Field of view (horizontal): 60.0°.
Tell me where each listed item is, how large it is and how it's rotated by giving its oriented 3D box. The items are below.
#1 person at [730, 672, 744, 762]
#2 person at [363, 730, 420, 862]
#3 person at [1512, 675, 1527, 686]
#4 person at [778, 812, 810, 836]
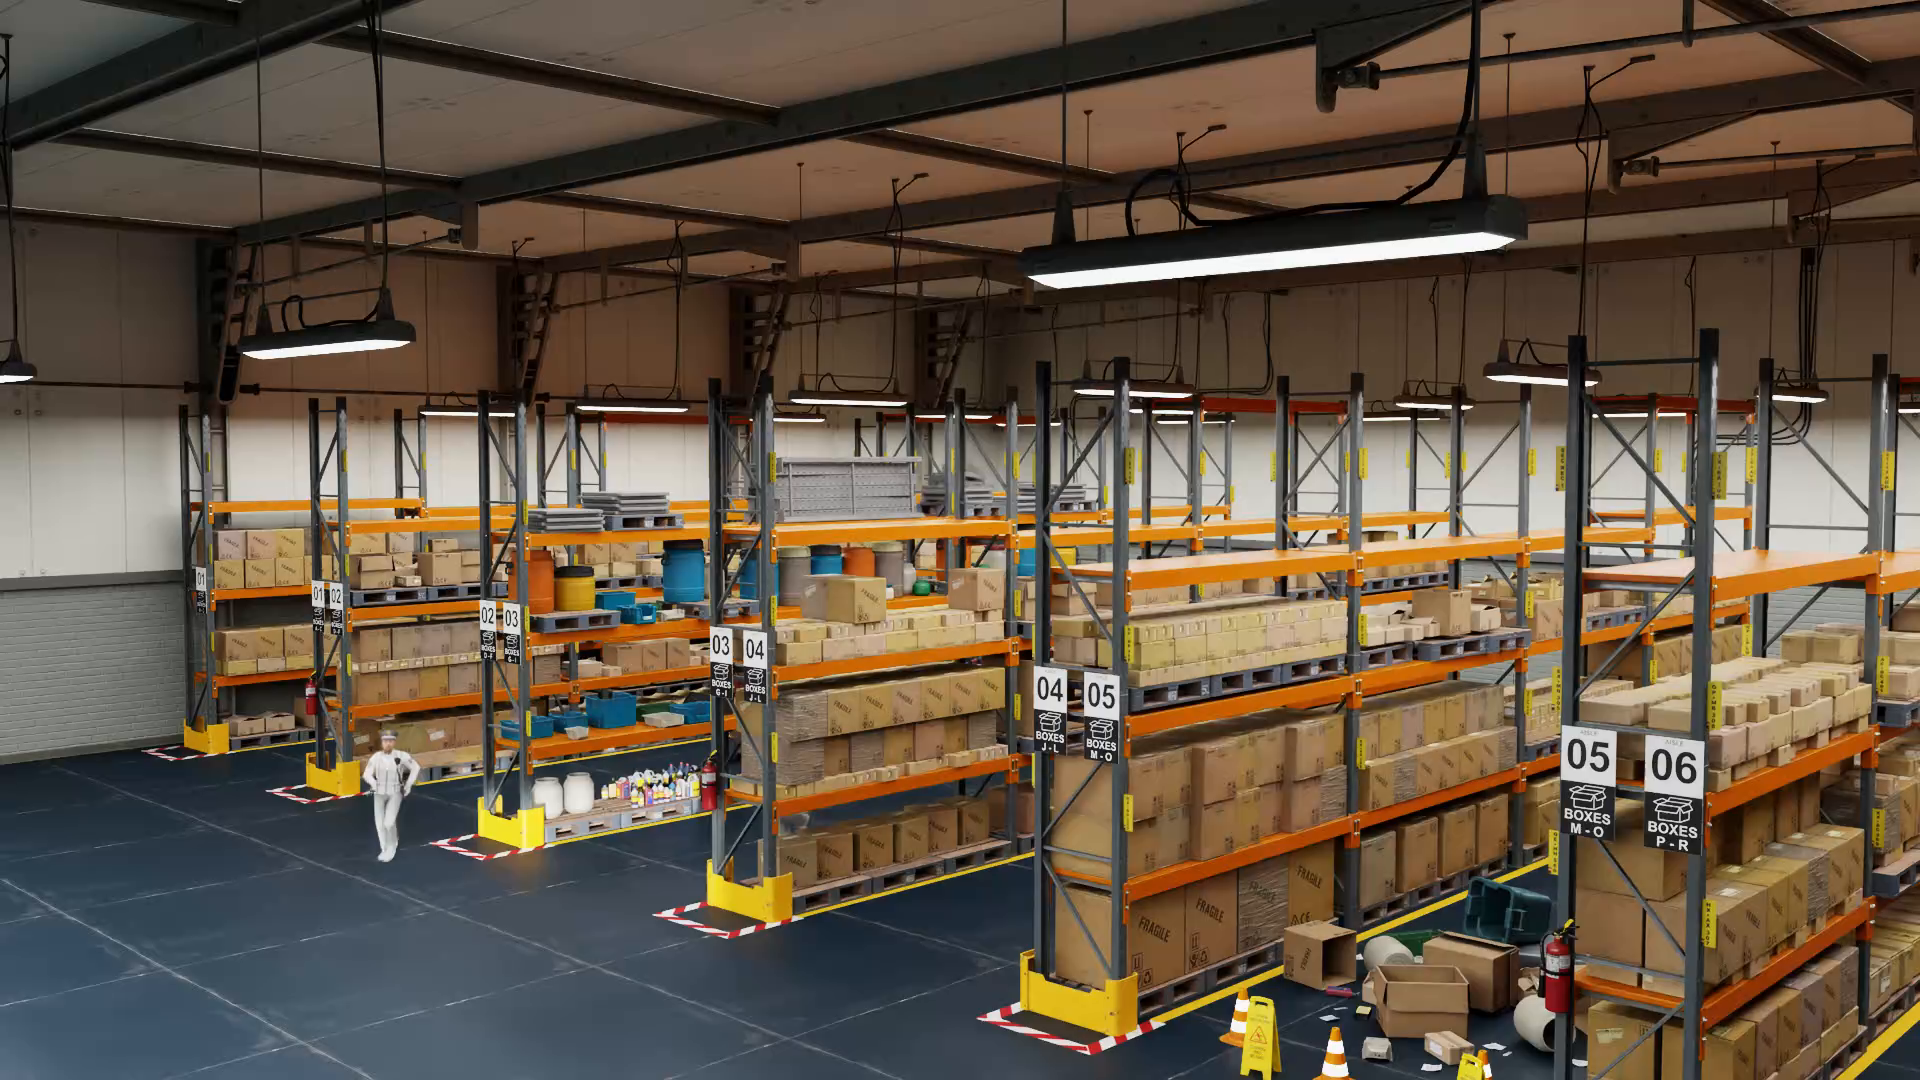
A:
[{"bbox_3d":[-3.580,2.840,27.947,0.669,1.714,0.767,2,4,39],"label":"person"},{"bbox_3d":[-7.192,3.221,20.942,0.629,1.675,0.618,0,3,-2],"label":"person"},{"bbox_3d":[8.667,2.932,25.823,0.628,1.743,0.707,-3,4,-41],"label":"person"},{"bbox_3d":[-2.321,3.156,21.748,0.738,1.738,0.604,3,4,41],"label":"person"}]
